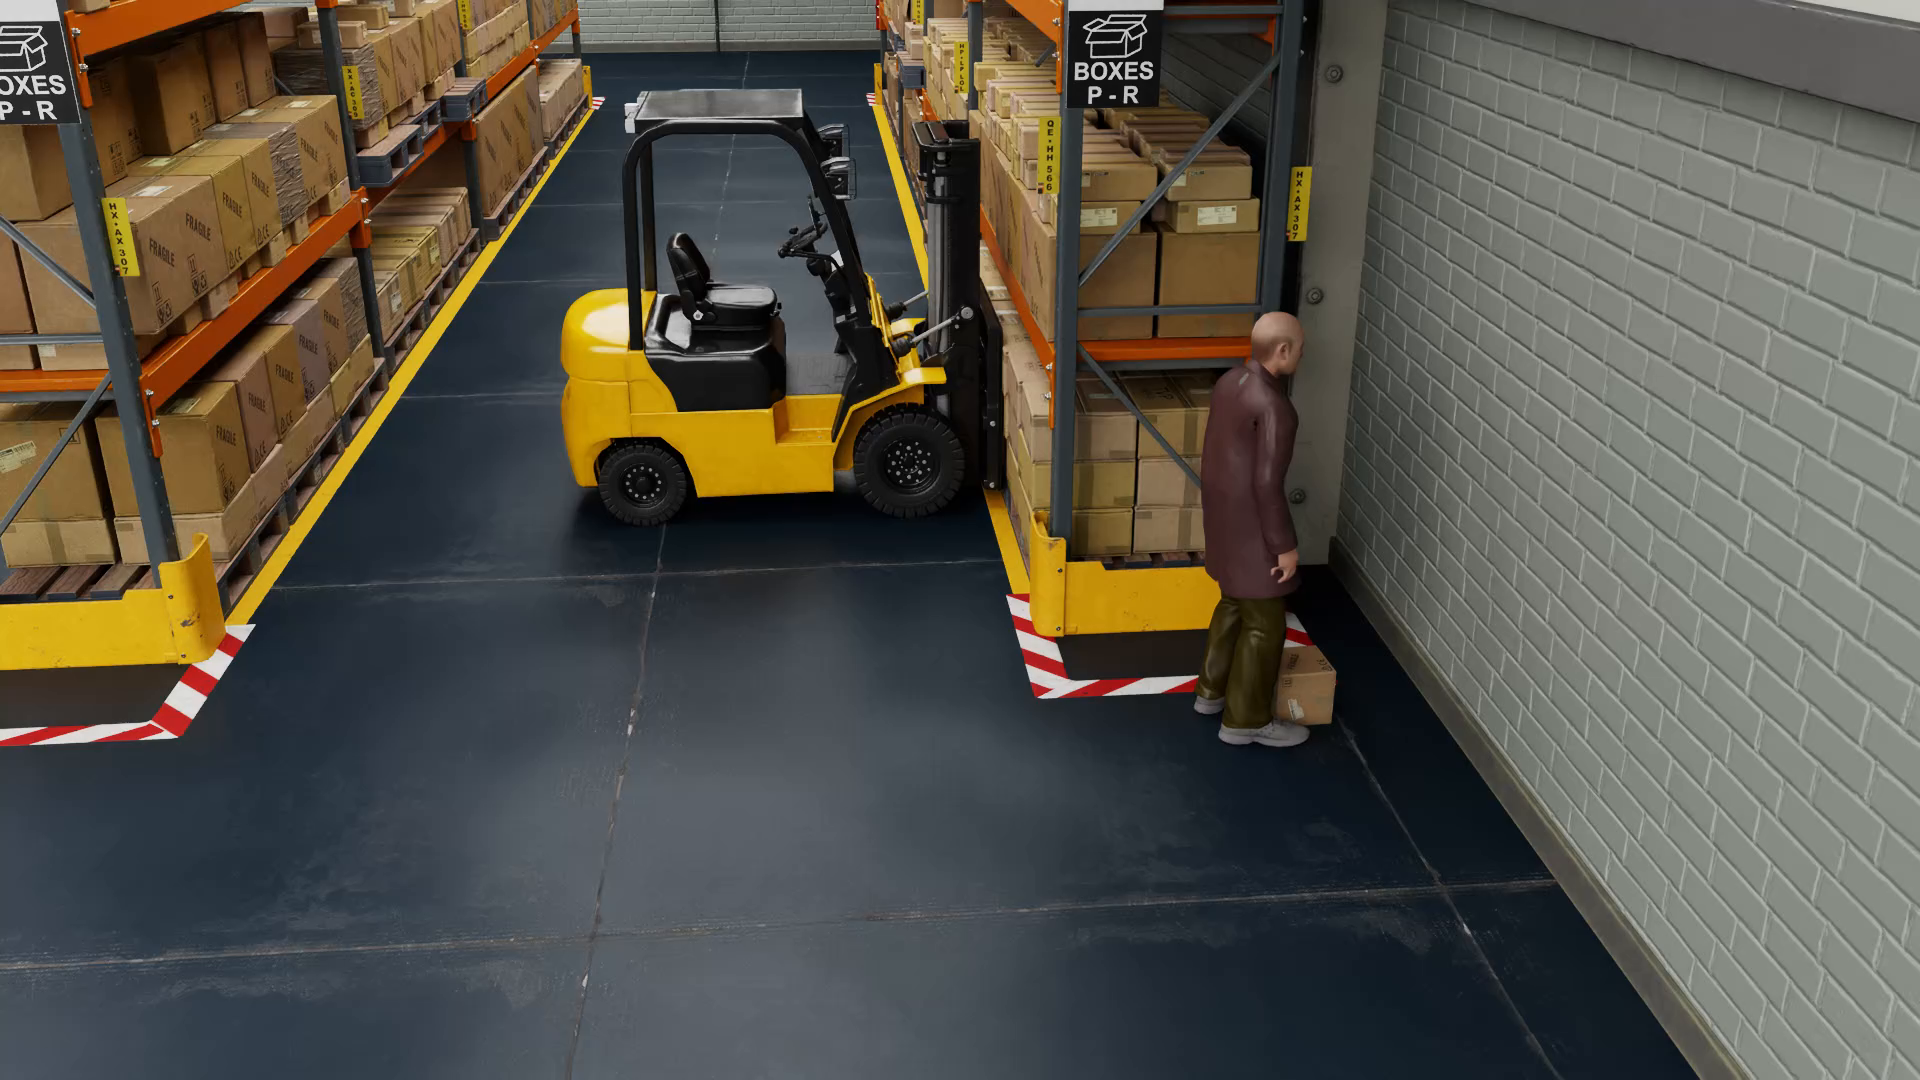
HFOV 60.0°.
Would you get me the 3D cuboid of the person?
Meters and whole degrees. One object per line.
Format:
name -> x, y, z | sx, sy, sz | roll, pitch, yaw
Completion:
person -> 1.189, -0.054, 6.741 | 0.424, 1.774, 0.642 | -5, 24, -12
